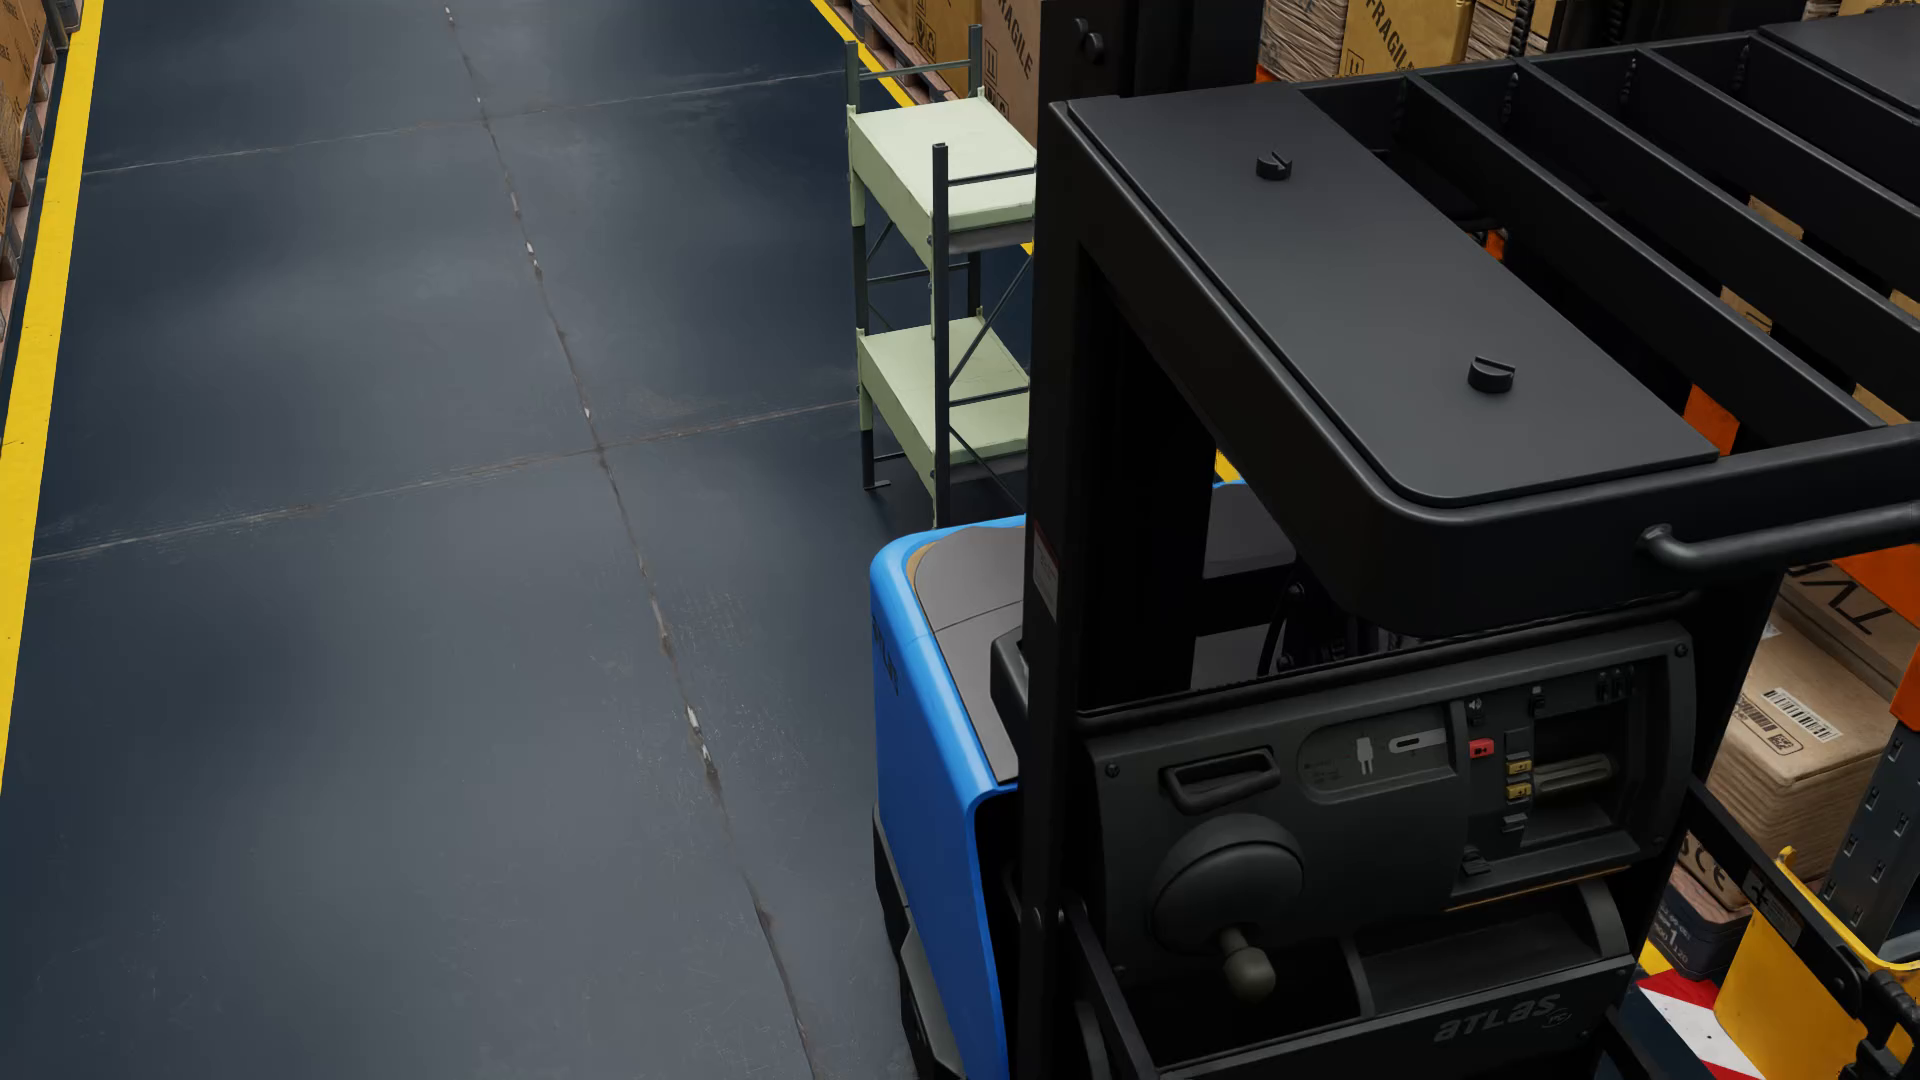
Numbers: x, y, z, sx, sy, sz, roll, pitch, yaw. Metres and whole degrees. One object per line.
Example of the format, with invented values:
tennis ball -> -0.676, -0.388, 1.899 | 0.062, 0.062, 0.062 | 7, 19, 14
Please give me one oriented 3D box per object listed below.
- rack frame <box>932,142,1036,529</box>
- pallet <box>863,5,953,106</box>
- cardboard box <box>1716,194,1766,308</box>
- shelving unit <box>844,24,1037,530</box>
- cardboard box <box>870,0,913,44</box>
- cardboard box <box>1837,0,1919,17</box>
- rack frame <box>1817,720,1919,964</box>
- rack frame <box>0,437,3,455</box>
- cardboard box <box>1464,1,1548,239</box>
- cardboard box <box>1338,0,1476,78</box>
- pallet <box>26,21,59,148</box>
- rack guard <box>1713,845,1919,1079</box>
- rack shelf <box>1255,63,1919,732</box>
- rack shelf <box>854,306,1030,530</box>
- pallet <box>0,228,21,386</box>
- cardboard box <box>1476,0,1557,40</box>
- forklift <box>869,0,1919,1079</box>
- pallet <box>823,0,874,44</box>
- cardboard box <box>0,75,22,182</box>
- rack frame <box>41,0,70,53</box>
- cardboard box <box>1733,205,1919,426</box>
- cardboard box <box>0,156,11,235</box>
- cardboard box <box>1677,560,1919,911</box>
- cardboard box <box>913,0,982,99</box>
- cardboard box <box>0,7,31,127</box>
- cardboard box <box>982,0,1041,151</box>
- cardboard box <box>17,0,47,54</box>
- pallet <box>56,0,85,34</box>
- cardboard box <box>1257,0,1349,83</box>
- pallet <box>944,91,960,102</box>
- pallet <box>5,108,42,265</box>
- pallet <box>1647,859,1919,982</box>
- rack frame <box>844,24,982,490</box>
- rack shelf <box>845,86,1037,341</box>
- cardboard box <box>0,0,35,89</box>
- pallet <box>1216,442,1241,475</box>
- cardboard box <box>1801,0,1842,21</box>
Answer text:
rack frame -> 0.124, -0.396, 4.529 | 0.400, 1.500, 0.023 | -12, 39, -16
pallet -> 0.170, -2.425, 8.294 | 1.003, 0.211, 1.213 | -12, 39, -16
cardboard box -> 1.734, -0.713, 3.620 | 0.500, 0.500, 0.500 | -13, 39, -17
shelving unit -> -0.002, -0.603, 4.804 | 0.431, 1.500, 0.755 | -12, 39, -16
cardboard box -> 0.016, -3.094, 8.282 | 0.875, 0.875, 0.875 | -12, 39, -15
cardboard box -> 1.917, -0.831, 2.945 | 0.500, 0.500, 0.500 | -11, 38, -14
rack frame -> 2.307, -0.168, 2.980 | 1.000, 3.000, 0.127 | -12, 39, -16
rack frame -> -3.729, -1.398, 4.613 | 1.000, 3.000, 0.127 | -12, 39, -16
cardboard box -> 1.547, -1.001, 4.003 | 0.500, 0.500, 0.500 | -11, 38, -15
cardboard box -> 1.358, -1.290, 4.386 | 0.500, 0.500, 0.500 | -11, 38, -15
pallet -> -4.884, -2.114, 7.882 | 1.003, 0.211, 1.213 | -12, 39, -16
rack guard -> 2.315, 0.844, 3.714 | 1.175, 0.500, 0.348 | -12, 39, -16
rack shelf -> 1.618, -1.011, 4.697 | 1.077, 0.370, 4.000 | -12, 39, -16
rack shelf -> -0.002, -0.342, 5.000 | 0.431, 0.370, 0.720 | -12, 39, -16
pallet -> -4.044, -0.736, 6.052 | 1.003, 0.211, 1.213 | -12, 39, -16
cardboard box -> 1.543, -1.400, 3.701 | 0.500, 0.500, 0.500 | -13, 39, -16
forklift -> 0.695, 0.455, 2.209 | 1.130, 2.935, 3.031 | -10, 38, -13
pallet -> -0.246, -3.113, 9.207 | 1.003, 0.211, 1.213 | -12, 39, -16
cardboard box -> -4.217, -1.763, 6.826 | 0.500, 0.500, 0.500 | -14, 39, -18
rack frame -> -5.105, -3.658, 7.613 | 1.000, 3.000, 0.127 | -12, 39, -16
cardboard box -> 1.892, -0.426, 3.239 | 0.500, 0.500, 0.500 | -12, 39, -16
cardboard box -> -4.044, -1.469, 6.435 | 0.500, 0.500, 0.500 | -14, 39, -17
cardboard box -> 1.986, 0.335, 4.092 | 0.875, 0.438, 0.875 | -14, 39, -17
cardboard box -> 0.324, -2.589, 7.611 | 0.875, 0.875, 0.875 | -11, 38, -15
cardboard box -> -4.413, -2.053, 7.211 | 0.500, 0.500, 0.500 | -11, 38, -14
cardboard box -> 0.642, -2.081, 6.936 | 0.875, 0.875, 0.875 | -11, 38, -15
cardboard box -> -4.758, -2.633, 7.981 | 0.500, 0.500, 0.500 | -11, 38, -15
pallet -> -5.352, -3.017, 9.080 | 1.003, 0.211, 1.213 | -12, 39, -16
cardboard box -> 1.180, -1.581, 4.773 | 0.500, 0.500, 0.500 | -12, 39, -16
pallet -> 0.594, -1.734, 7.377 | 1.003, 0.211, 1.213 | -12, 39, -16
pallet -> -4.468, -1.426, 6.968 | 1.003, 0.211, 1.213 | -12, 39, -16
pallet -> 1.958, 0.510, 4.397 | 1.003, 0.211, 1.213 | -12, 39, -16
rack frame -> -0.128, -0.810, 5.078 | 0.400, 1.500, 0.023 | -12, 39, -16
rack shelf -> -0.002, -0.915, 4.569 | 0.431, 0.370, 0.720 | -12, 39, -16
cardboard box -> -4.596, -2.348, 7.602 | 0.500, 0.500, 0.500 | -13, 39, -17
pallet -> 1.542, -0.178, 5.311 | 1.003, 0.211, 1.213 | -12, 39, -16
cardboard box -> 1.710, -1.120, 3.329 | 0.500, 0.500, 0.500 | -12, 39, -16
